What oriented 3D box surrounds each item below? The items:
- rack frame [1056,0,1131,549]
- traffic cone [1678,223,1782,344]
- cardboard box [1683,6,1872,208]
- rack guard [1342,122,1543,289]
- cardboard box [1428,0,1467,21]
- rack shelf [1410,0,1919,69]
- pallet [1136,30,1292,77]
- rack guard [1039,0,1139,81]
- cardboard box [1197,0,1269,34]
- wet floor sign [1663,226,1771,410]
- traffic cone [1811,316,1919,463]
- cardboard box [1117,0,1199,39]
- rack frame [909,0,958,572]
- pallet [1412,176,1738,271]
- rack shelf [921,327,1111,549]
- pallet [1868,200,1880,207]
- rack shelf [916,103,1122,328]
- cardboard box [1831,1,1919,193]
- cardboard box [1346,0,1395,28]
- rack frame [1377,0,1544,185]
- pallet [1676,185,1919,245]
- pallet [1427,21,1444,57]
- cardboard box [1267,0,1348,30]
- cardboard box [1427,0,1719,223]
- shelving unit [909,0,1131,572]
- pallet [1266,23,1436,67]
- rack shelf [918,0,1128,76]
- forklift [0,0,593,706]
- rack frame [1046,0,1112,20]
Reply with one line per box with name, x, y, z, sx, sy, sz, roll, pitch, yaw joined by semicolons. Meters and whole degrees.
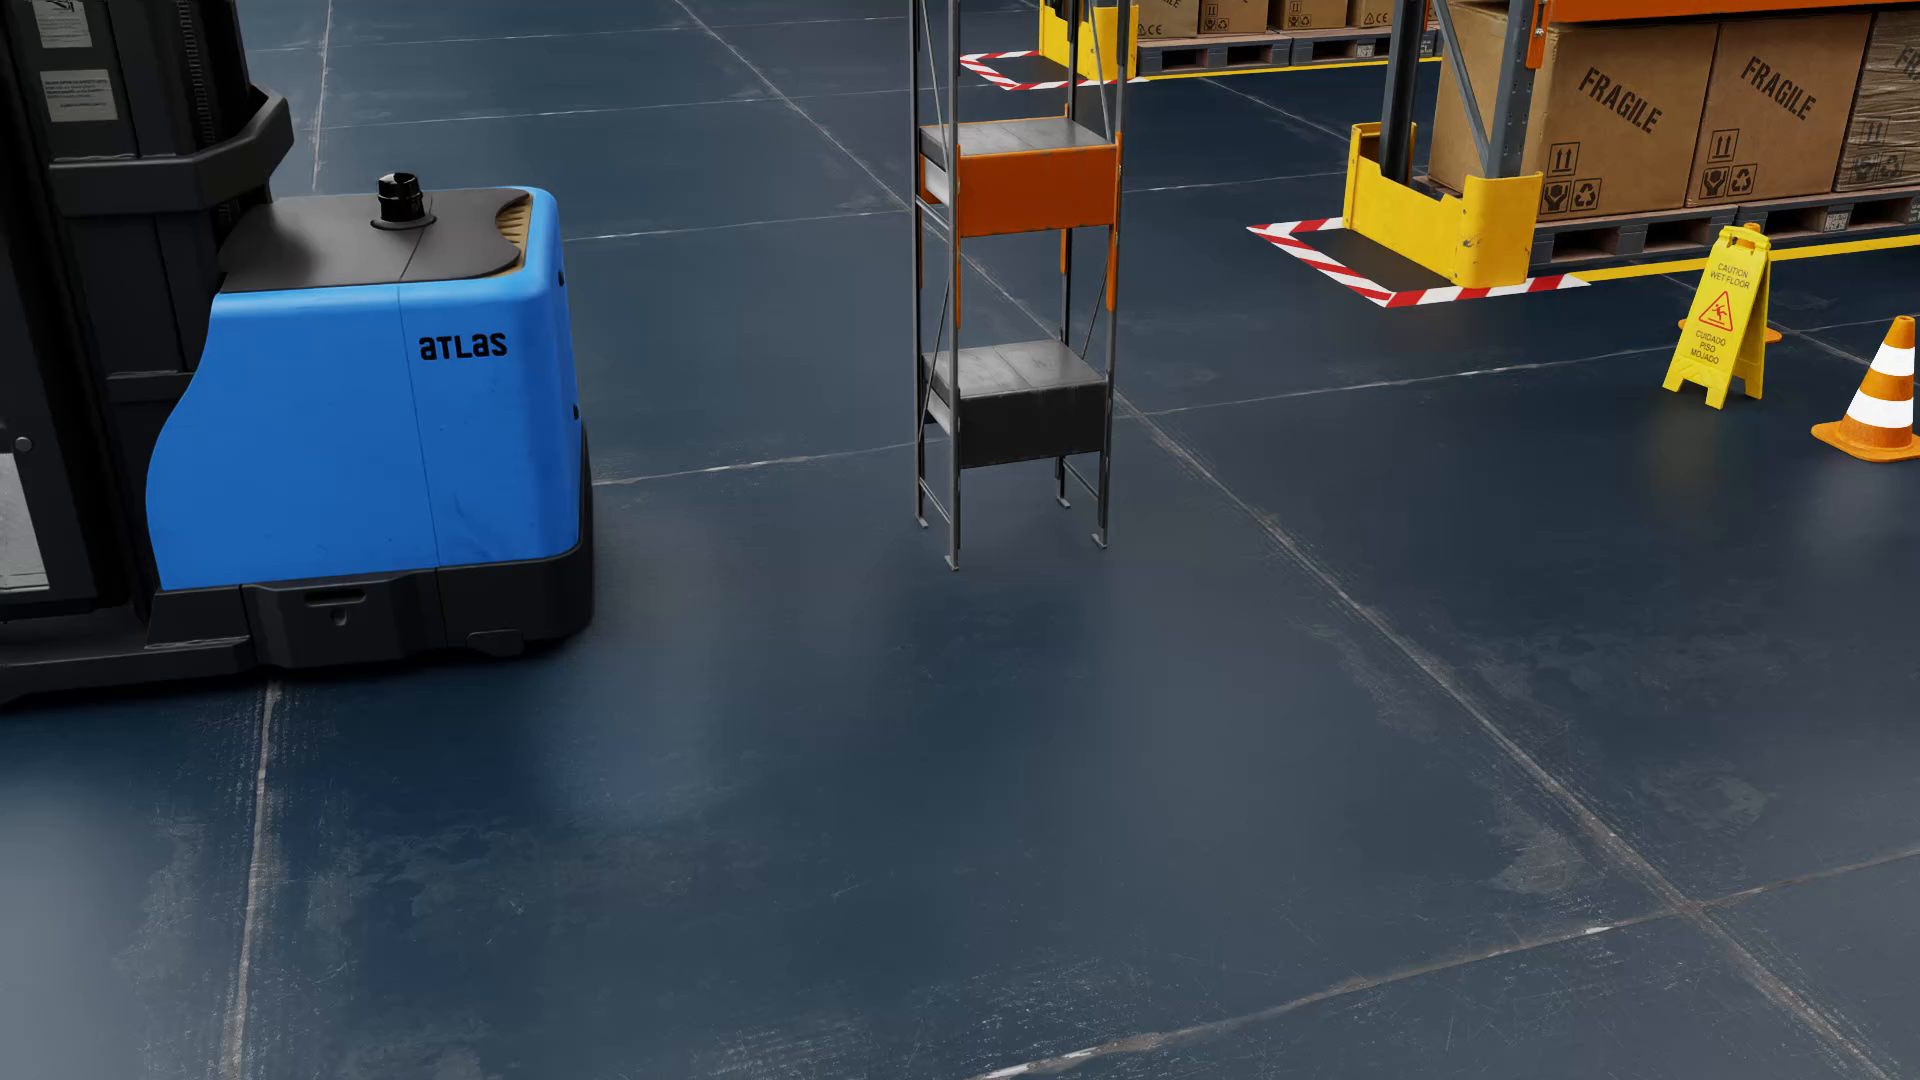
rack frame;0.389;-0.997;4.897;0.015;2.100;0.400;-8;28;-16
traffic cone;3.245;-1.084;6.913;0.334;0.463;0.336;-8;28;-16
cardboard box;3.761;-2.227;8.281;0.875;0.875;0.875;-9;28;-17
rack guard;2.278;-1.625;7.961;0.348;0.500;1.175;-8;28;-16
cardboard box;3.729;-4.358;12.993;0.500;0.500;0.500;0;26;0
rack shelf;4.202;-2.701;8.126;4.000;0.370;1.077;-8;28;-16
pallet;1.716;-3.717;12.500;1.213;0.211;1.003;-8;28;-16
rack guard;0.933;-3.750;12.241;0.348;0.500;1.175;-8;28;-16
cardboard box;2.017;-4.103;12.480;0.500;0.500;0.500;-1;26;-3
wet floor sign;2.886;-0.852;6.241;0.232;0.644;0.267;-13;29;-25
traffic cone;3.272;-0.560;5.857;0.334;0.463;0.336;-8;28;-16
cardboard box;1.459;-4.006;12.285;0.500;0.500;0.500;-3;27;-7
rack frame;-0.075;-0.930;4.761;0.015;2.100;0.400;-8;28;-16
pallet;3.036;-1.642;8.320;1.213;0.211;1.003;-8;28;-16
rack shelf;0.157;-0.324;5.146;0.480;0.518;0.431;-8;28;-16
pallet;5.357;-1.978;8.997;1.213;0.211;1.003;-8;28;-16
rack shelf;0.157;-0.951;4.835;0.480;0.518;0.431;-8;28;-16
cardboard box;4.628;-2.352;8.532;0.875;0.875;0.875;-8;28;-16
cardboard box;3.163;-4.239;12.754;0.500;0.500;0.500;-11;28;-21
rack frame;2.300;-2.748;7.411;0.127;3.000;1.000;-8;28;-16
pallet;4.194;-1.808;8.655;1.213;0.211;1.003;-8;28;-16
pallet;4.036;-4.053;13.177;1.213;0.211;1.003;-8;28;-16
cardboard box;2.618;-4.181;12.638;0.500;0.500;0.500;-6;27;-11
cardboard box;2.925;-2.105;8.035;0.875;0.875;0.875;-8;28;-16
shelving unit;0.157;-0.963;4.829;0.503;2.100;0.431;-8;28;-16
pallet;2.874;-3.884;12.835;1.213;0.211;1.003;-8;28;-16
rack shelf;0.157;-1.578;4.524;0.480;0.518;0.431;-8;28;-16
forklift;-2.598;-1.088;4.145;3.031;2.935;1.130;-5;27;-10
rack frame;0.861;-4.859;11.664;0.127;3.000;1.000;-8;28;-16
